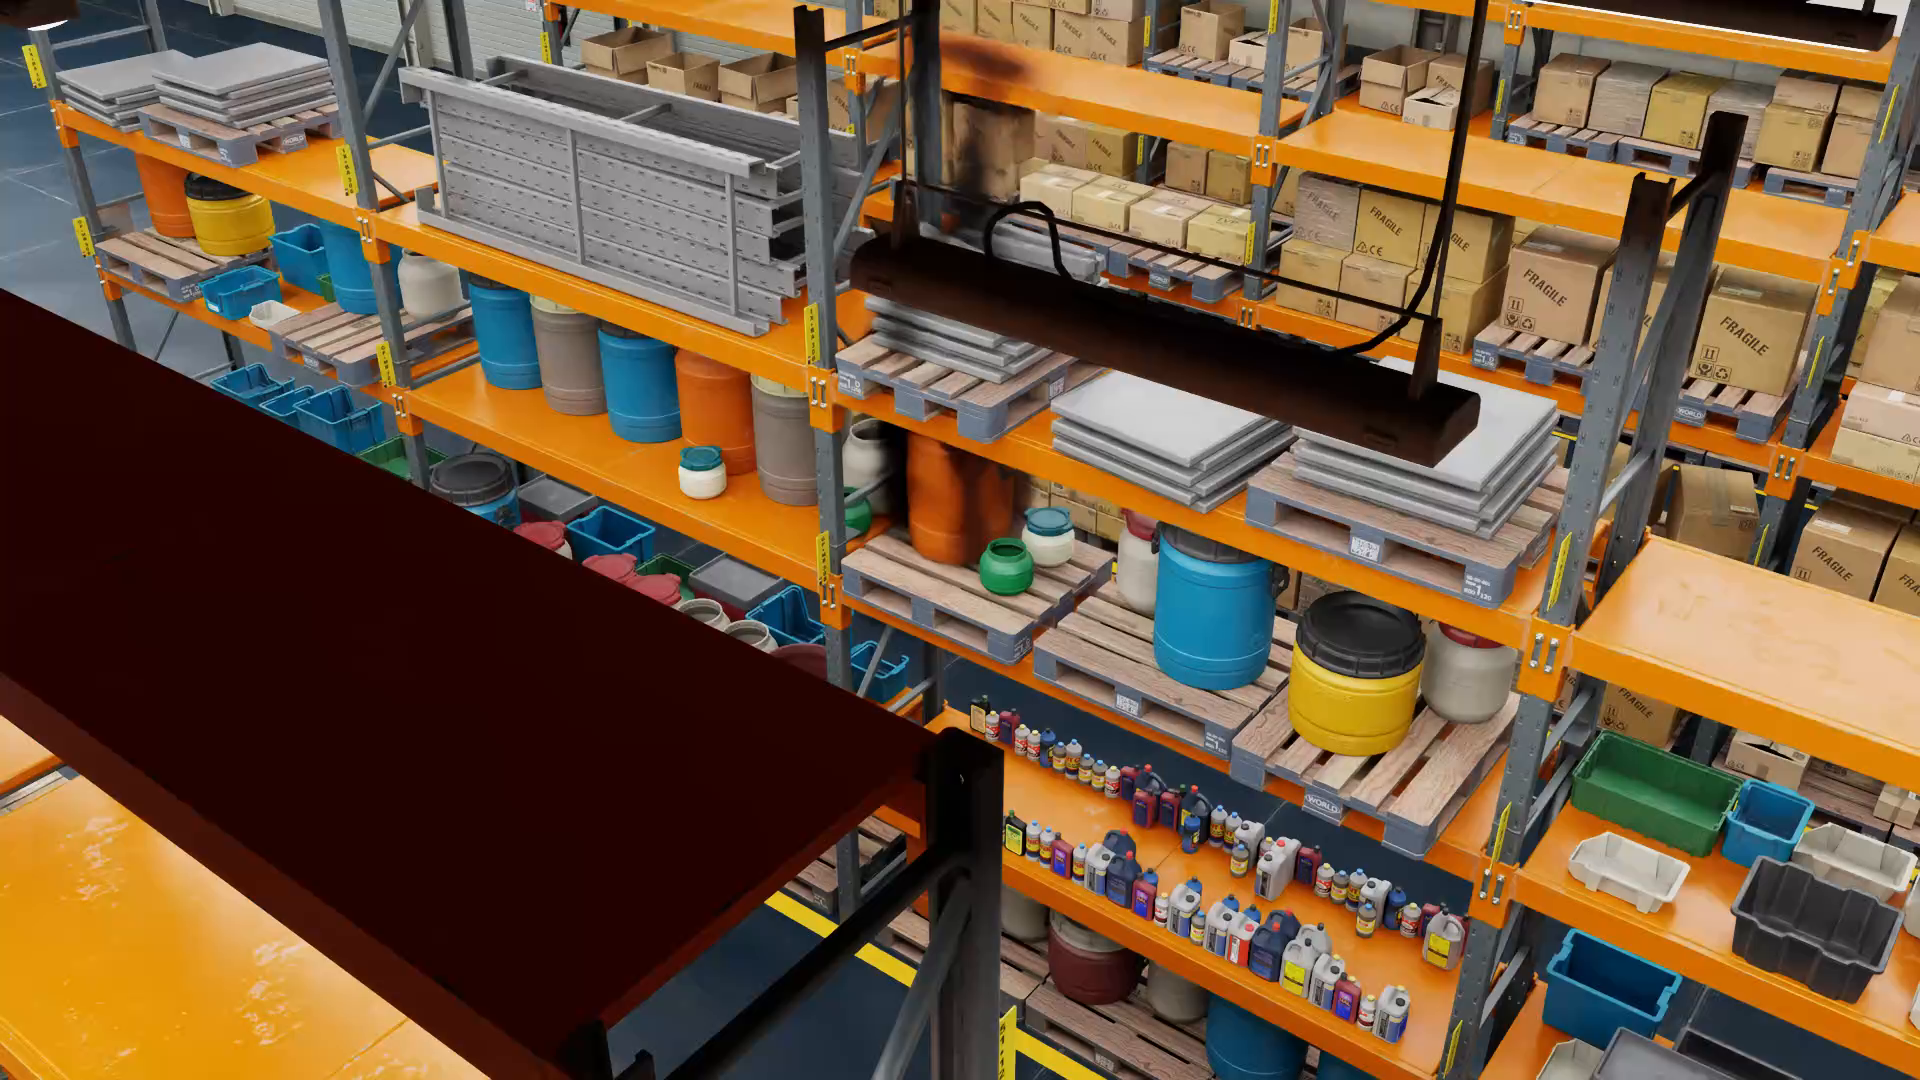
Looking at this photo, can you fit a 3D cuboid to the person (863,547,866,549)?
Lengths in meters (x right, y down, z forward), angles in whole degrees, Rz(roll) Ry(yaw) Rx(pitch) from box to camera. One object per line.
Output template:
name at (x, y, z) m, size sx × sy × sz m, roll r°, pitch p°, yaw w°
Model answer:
person at (-0.793, -0.159, 13.893) m, size 0.672 × 1.731 × 0.702 m, roll 14°, pitch 34°, yaw 22°
